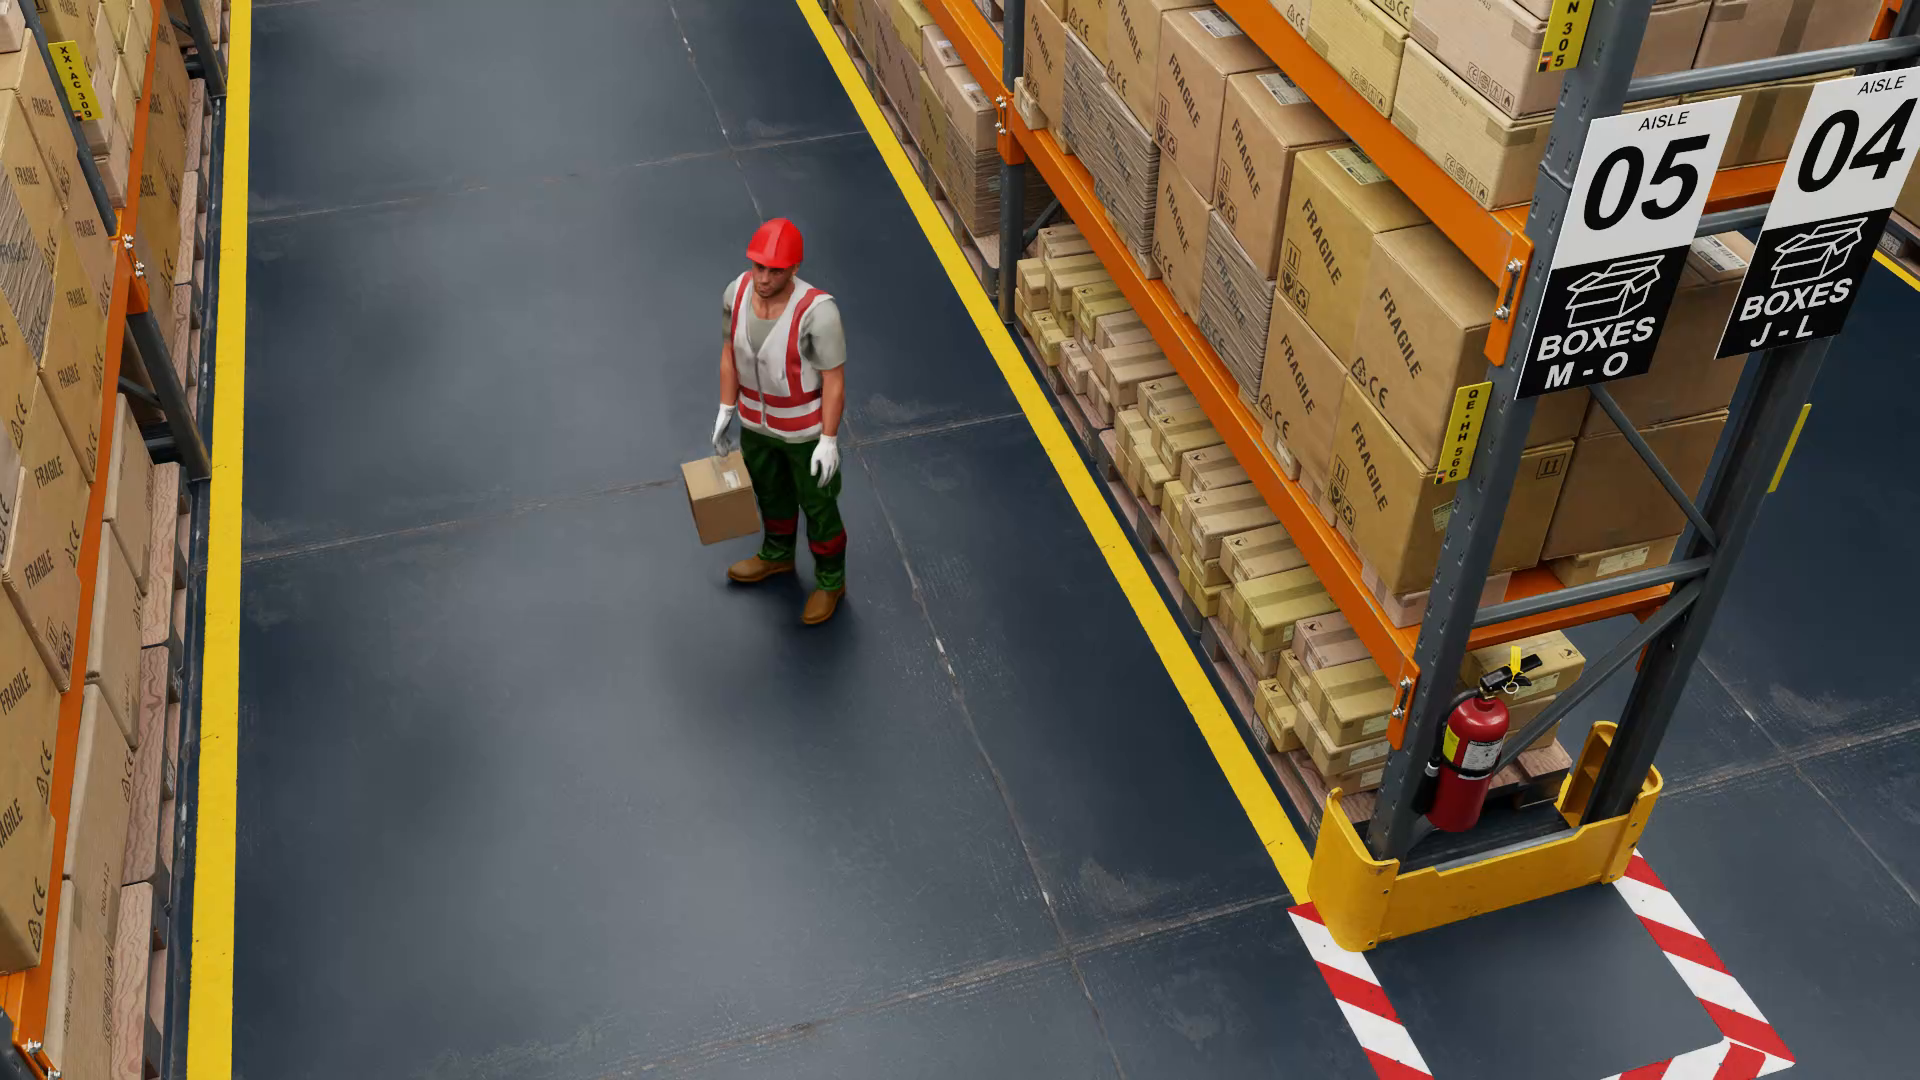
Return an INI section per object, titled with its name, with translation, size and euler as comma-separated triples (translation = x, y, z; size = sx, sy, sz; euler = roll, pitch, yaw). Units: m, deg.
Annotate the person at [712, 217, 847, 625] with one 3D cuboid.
[person]
translation = -0.708, -0.453, 6.609
size = 0.614, 1.798, 0.400
euler = 21, 46, 22
